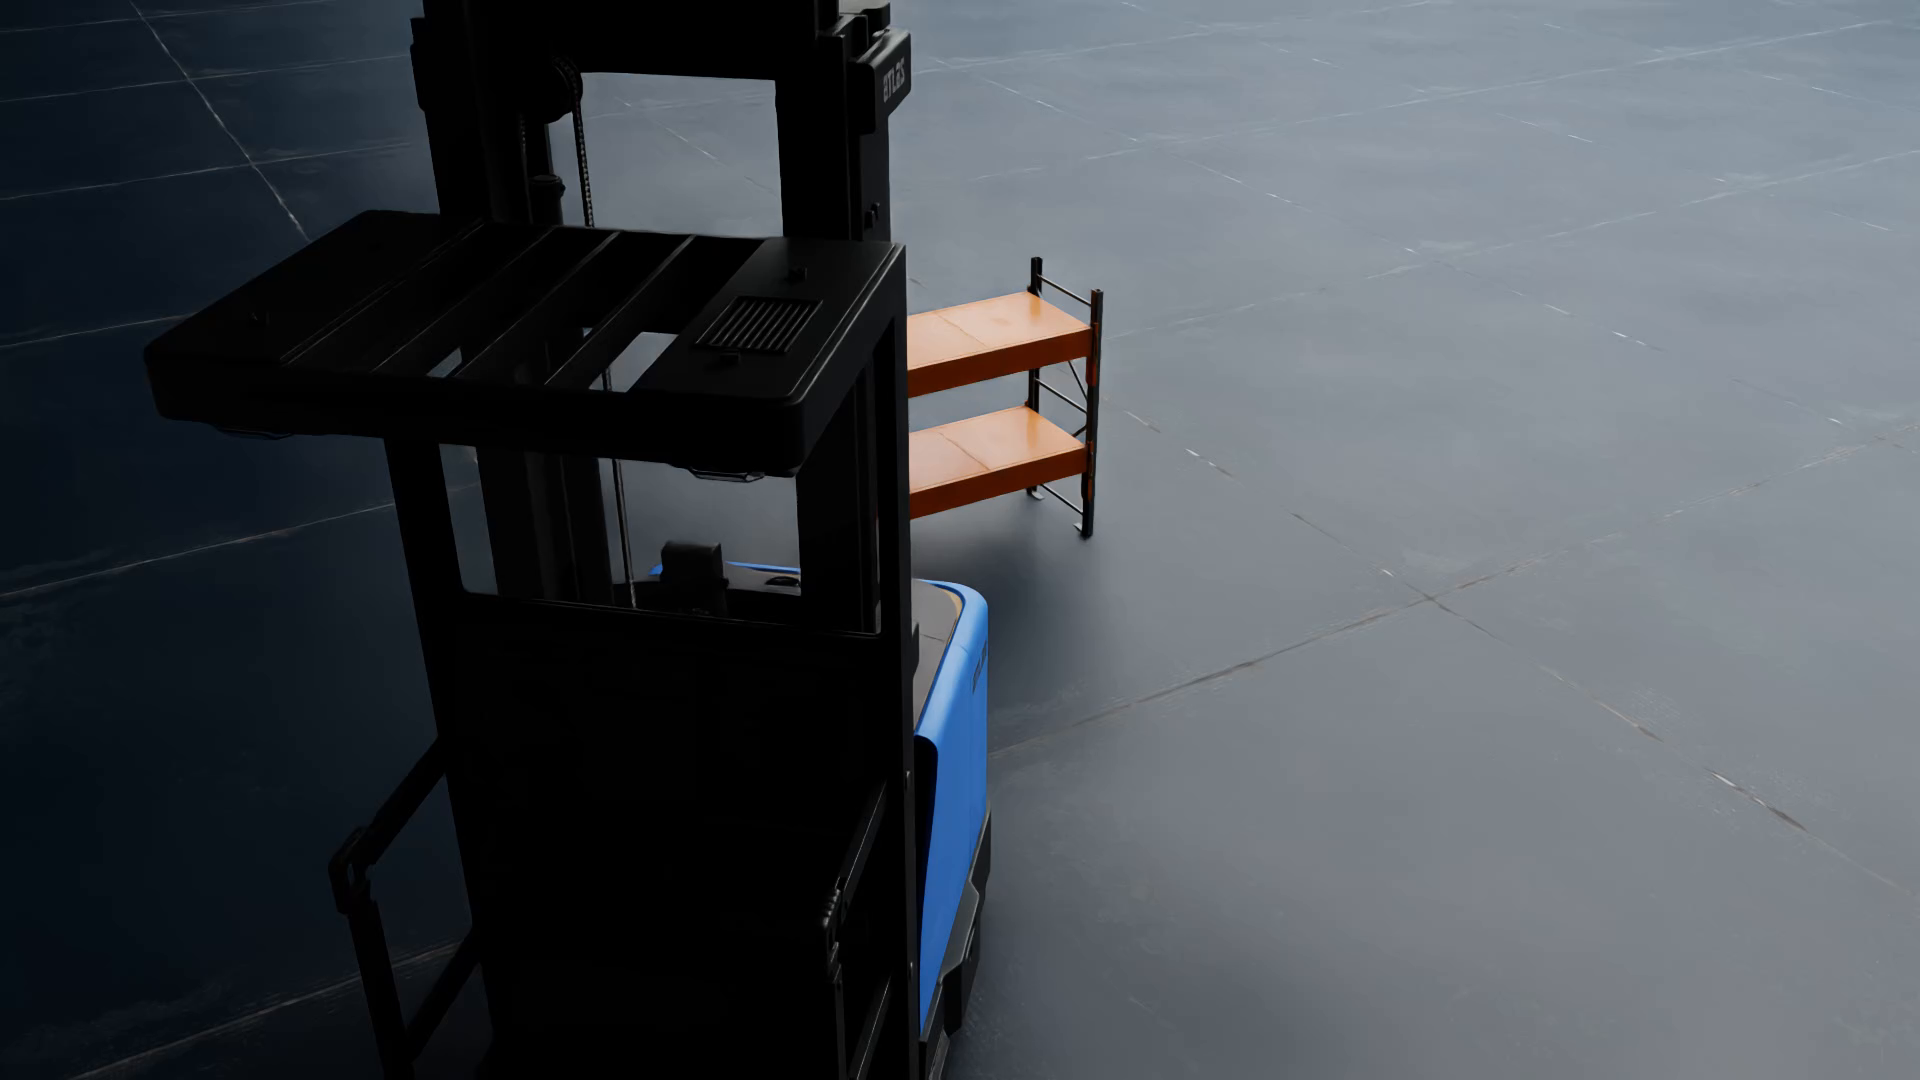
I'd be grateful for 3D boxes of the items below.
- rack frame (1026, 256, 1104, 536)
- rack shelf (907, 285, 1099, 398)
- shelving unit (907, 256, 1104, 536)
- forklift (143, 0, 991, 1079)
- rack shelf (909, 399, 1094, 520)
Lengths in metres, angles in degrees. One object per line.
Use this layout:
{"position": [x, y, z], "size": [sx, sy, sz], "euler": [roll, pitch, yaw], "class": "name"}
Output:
{"position": [0.444, -0.619, 7.207], "size": [0.032, 1.125, 0.500], "euler": [-16, 33, -26], "class": "rack frame"}
{"position": [0.006, -0.750, 6.840], "size": [1.000, 0.278, 0.538], "euler": [-16, 33, -26], "class": "rack shelf"}
{"position": [0.006, -0.494, 6.981], "size": [1.048, 1.125, 0.538], "euler": [-16, 33, -26], "class": "shelving unit"}
{"position": [-0.690, 0.439, 3.421], "size": [1.130, 2.935, 3.031], "euler": [5, 29, 10], "class": "forklift"}
{"position": [0.006, -0.280, 7.099], "size": [1.000, 0.278, 0.538], "euler": [-16, 33, -26], "class": "rack shelf"}
